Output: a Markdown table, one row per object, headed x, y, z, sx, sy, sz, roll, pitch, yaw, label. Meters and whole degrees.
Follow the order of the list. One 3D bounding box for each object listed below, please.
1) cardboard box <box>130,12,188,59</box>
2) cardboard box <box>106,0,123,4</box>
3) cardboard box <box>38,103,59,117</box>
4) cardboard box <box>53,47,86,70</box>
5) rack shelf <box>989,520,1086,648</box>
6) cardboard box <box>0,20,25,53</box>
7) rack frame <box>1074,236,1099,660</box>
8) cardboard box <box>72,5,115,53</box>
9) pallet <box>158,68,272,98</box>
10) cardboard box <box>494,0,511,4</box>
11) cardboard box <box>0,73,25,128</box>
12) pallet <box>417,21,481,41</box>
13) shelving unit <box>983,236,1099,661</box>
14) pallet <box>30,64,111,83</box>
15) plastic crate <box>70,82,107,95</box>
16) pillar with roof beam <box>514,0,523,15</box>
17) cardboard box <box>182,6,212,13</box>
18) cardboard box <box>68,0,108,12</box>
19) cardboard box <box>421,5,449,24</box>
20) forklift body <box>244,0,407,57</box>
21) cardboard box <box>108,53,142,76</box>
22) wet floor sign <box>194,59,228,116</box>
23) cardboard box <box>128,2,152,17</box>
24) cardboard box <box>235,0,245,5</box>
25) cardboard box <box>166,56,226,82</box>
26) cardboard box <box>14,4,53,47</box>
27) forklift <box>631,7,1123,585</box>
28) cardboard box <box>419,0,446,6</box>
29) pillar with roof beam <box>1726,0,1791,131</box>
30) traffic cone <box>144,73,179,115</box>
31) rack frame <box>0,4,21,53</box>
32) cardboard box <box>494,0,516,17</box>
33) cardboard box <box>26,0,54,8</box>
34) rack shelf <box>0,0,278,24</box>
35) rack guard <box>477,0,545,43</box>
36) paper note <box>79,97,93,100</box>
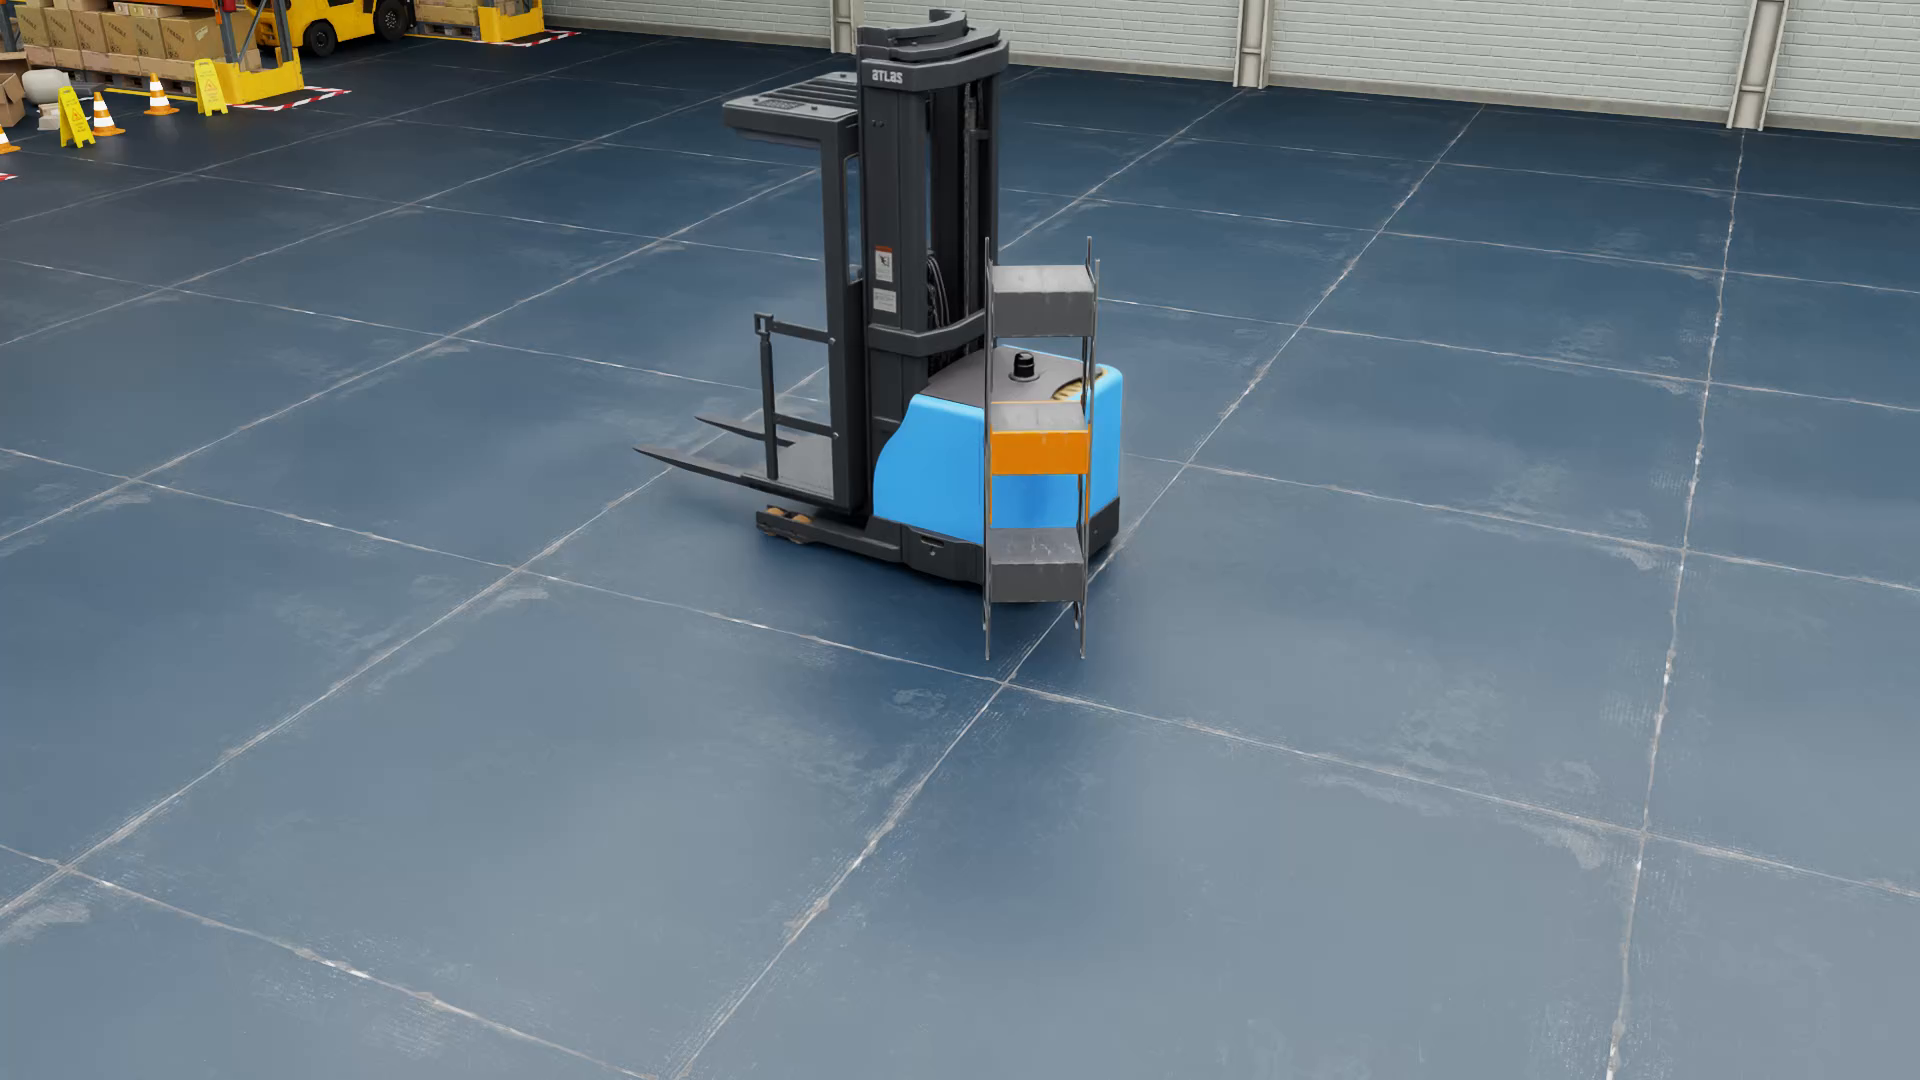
| x | y | z | sx | sy | sz | roll | pitch | yaw | label |
| --- | --- | --- | --- | --- | --- | --- | --- | --- | --- |
| -10.197 | -6.471 | 21.287 | 0.500 | 0.500 | 0.500 | 12 | 29 | 24 | cardboard box |
| -11.411 | -6.974 | 22.309 | 0.500 | 0.500 | 0.500 | 12 | 29 | 23 | cardboard box |
| -10.912 | -5.193 | 20.129 | 0.380 | 0.149 | 0.250 | -18 | 31 | -31 | cardboard box |
| -11.608 | -6.421 | 22.034 | 0.500 | 0.250 | 0.500 | 13 | 29 | 25 | cardboard box |
| 0.378 | 0.225 | 8.532 | 0.480 | 0.518 | 0.431 | -1 | 26 | -2 | rack shelf |
| -13.003 | -6.880 | 22.828 | 0.625 | 0.372 | 0.950 | 12 | 29 | 22 | cardboard box |
| 0.622 | -0.419 | 8.224 | 0.015 | 2.100 | 0.400 | -1 | 26 | -2 | rack frame |
| -11.136 | -6.662 | 21.674 | 0.500 | 0.500 | 0.500 | 13 | 29 | 24 | cardboard box |
| -9.677 | -5.970 | 21.637 | 1.213 | 0.211 | 1.003 | 11 | 28 | 22 | pallet |
| -7.174 | -8.390 | 25.466 | 0.500 | 0.250 | 0.500 | 12 | 29 | 23 | cardboard box |
| -11.530 | -5.228 | 19.798 | 0.637 | 0.503 | 0.797 | -7 | 27 | -14 | cardboard box |
| -7.545 | -7.913 | 25.583 | 1.213 | 0.211 | 1.003 | 11 | 28 | 22 | pallet |
| 0.378 | -0.415 | 8.217 | 0.503 | 2.100 | 0.431 | -1 | 26 | -2 | shelving unit |
| -11.898 | -6.416 | 22.543 | 1.213 | 0.211 | 1.003 | 11 | 28 | 22 | pallet |
| -11.435 | -5.849 | 21.540 | 0.583 | 0.080 | 0.402 | 2 | 26 | 4 | plastic crate |
| -8.875 | -10.491 | 20.871 | 0.400 | 9.000 | 9.100 | 11 | 28 | 22 | pillar with roof beam |
| -10.003 | -6.692 | 21.735 | 0.500 | 0.500 | 0.500 | 10 | 28 | 20 | cardboard box |
| -11.295 | -6.953 | 21.531 | 0.250 | 0.149 | 0.380 | 13 | 29 | 25 | cardboard box |
| -7.839 | -8.049 | 25.341 | 0.500 | 0.250 | 0.500 | 11 | 28 | 22 | cardboard box |
| -9.313 | -8.273 | 24.119 | 1.214 | 2.155 | 2.313 | 11 | 28 | 22 | forklift body |
| -10.677 | -6.230 | 21.646 | 0.500 | 0.250 | 0.500 | 10 | 28 | 20 | cardboard box |
| -9.153 | -5.523 | 20.238 | 0.232 | 0.644 | 0.267 | 23 | 35 | 39 | wet floor sign |
| -10.310 | -6.756 | 21.130 | 0.250 | 0.149 | 0.380 | 12 | 29 | 23 | cardboard box |
| -11.656 | -9.131 | 27.114 | 0.625 | 0.625 | 0.875 | 11 | 28 | 21 | cardboard box |
| -9.752 | -6.043 | 21.266 | 0.500 | 0.250 | 0.500 | 11 | 28 | 22 | cardboard box |
| -12.099 | -6.851 | 22.057 | 0.500 | 0.500 | 0.500 | 13 | 29 | 24 | cardboard box |
| -0.602 | -1.473 | 9.424 | 3.031 | 2.935 | 1.130 | 15 | 30 | 28 | forklift |
| -7.856 | -8.279 | 25.242 | 0.500 | 0.250 | 0.500 | 11 | 28 | 21 | cardboard box |
| 7.511 | -7.200 | 14.186 | 0.400 | 9.000 | 9.100 | 11 | 28 | 22 | pillar with roof beam |
| -9.809 | -5.466 | 20.329 | 0.334 | 0.463 | 0.336 | 11 | 28 | 22 | traffic cone |
| -12.524 | -7.776 | 22.148 | 0.127 | 3.000 | 1.000 | 11 | 28 | 22 | rack frame |
| -7.198 | -8.164 | 25.574 | 0.500 | 0.250 | 0.500 | 11 | 28 | 22 | cardboard box |
| -12.010 | -7.095 | 21.818 | 0.250 | 0.149 | 0.380 | 12 | 29 | 23 | cardboard box |
| -10.704 | -7.087 | 21.564 | 4.000 | 0.370 | 1.077 | 11 | 28 | 22 | rack shelf |
| -6.810 | -7.915 | 25.261 | 0.348 | 0.500 | 1.175 | 11 | 28 | 22 | rack guard |
| -11.092 | -5.605 | 21.101 | 0.148 | 0.019 | 0.142 | 2 | 26 | 4 | paper note |
